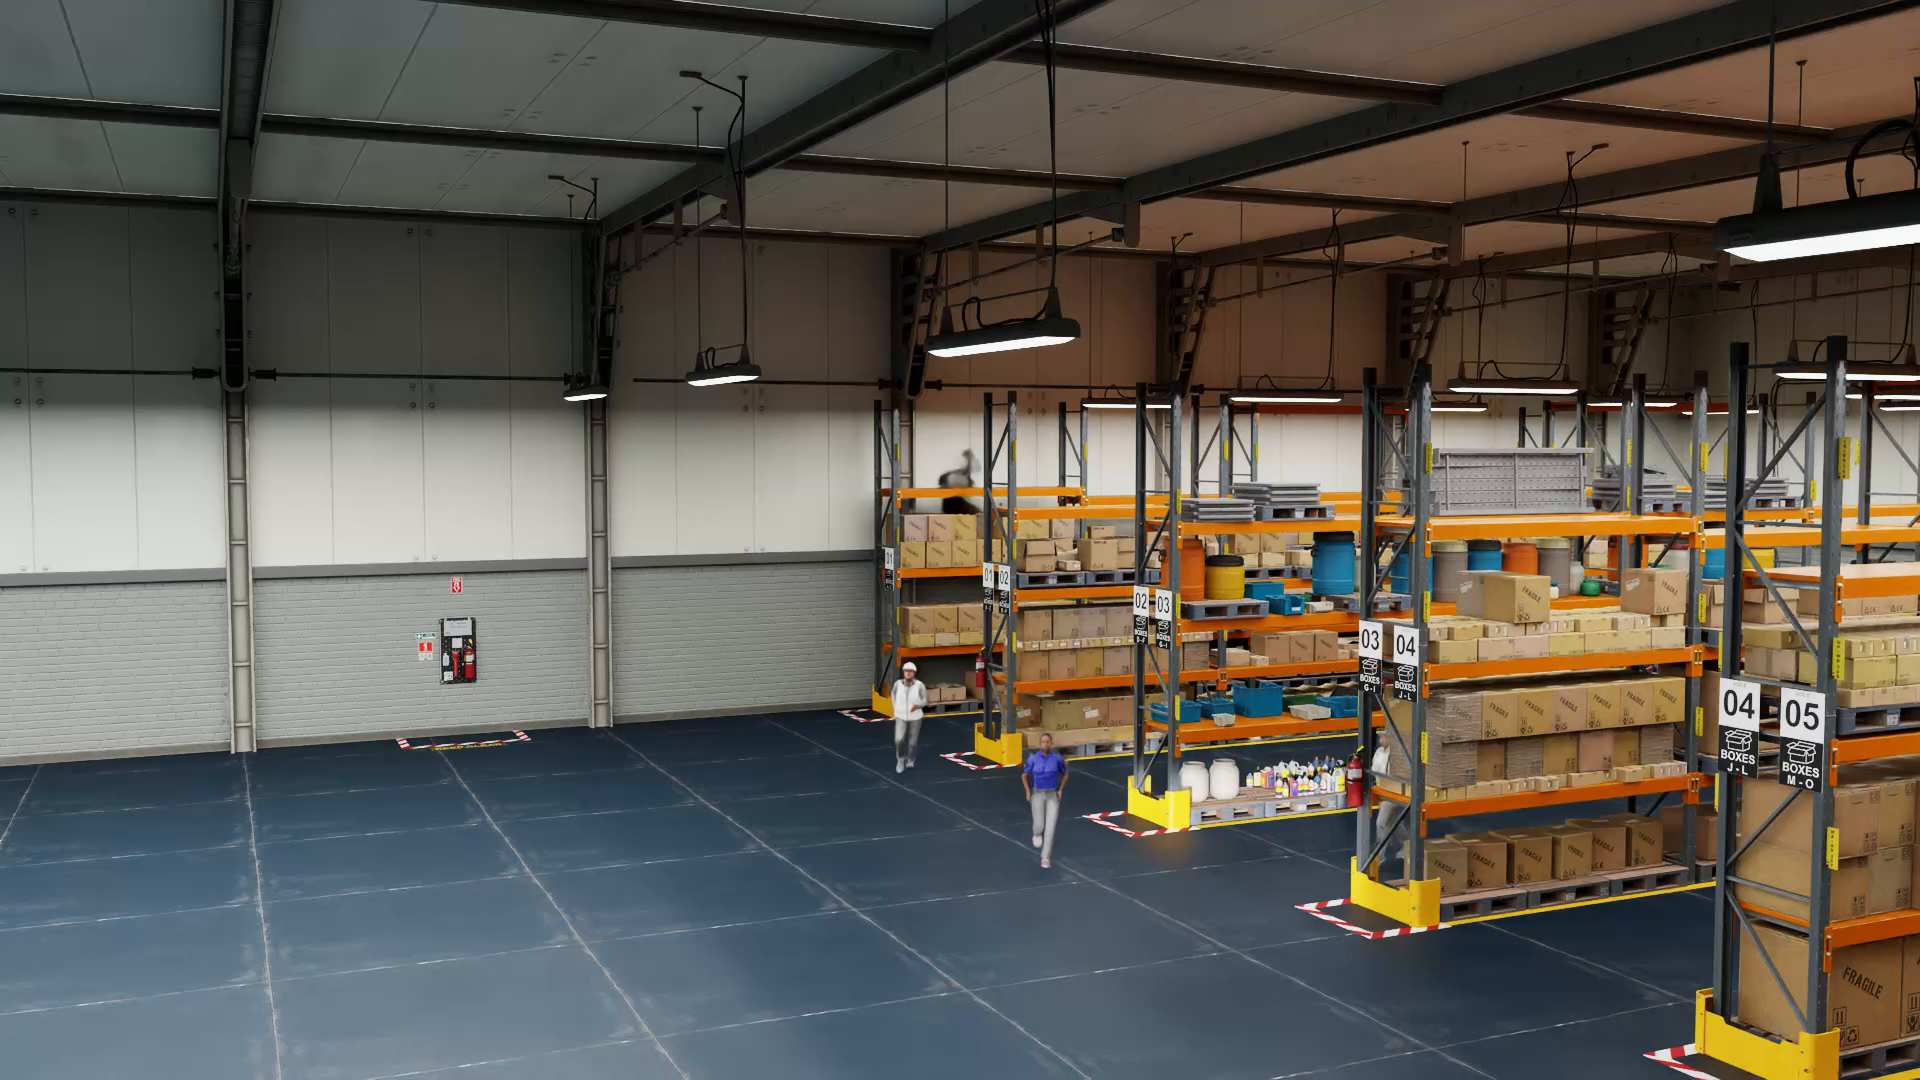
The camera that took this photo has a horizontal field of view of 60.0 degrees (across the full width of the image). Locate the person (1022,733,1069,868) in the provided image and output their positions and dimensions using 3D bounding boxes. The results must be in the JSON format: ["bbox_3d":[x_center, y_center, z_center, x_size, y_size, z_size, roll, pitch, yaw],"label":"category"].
[{"bbox_3d":[1.054,3.183,20.490,0.578,1.609,0.638,0,3,-1],"label":"person"}]

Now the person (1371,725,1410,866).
[{"bbox_3d":[5.271,3.124,20.332,0.805,1.747,0.609,-1,4,-23],"label":"person"}]

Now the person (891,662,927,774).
[{"bbox_3d":[-0.799,2.773,25.975,0.589,1.756,0.789,0,3,2],"label":"person"}]
